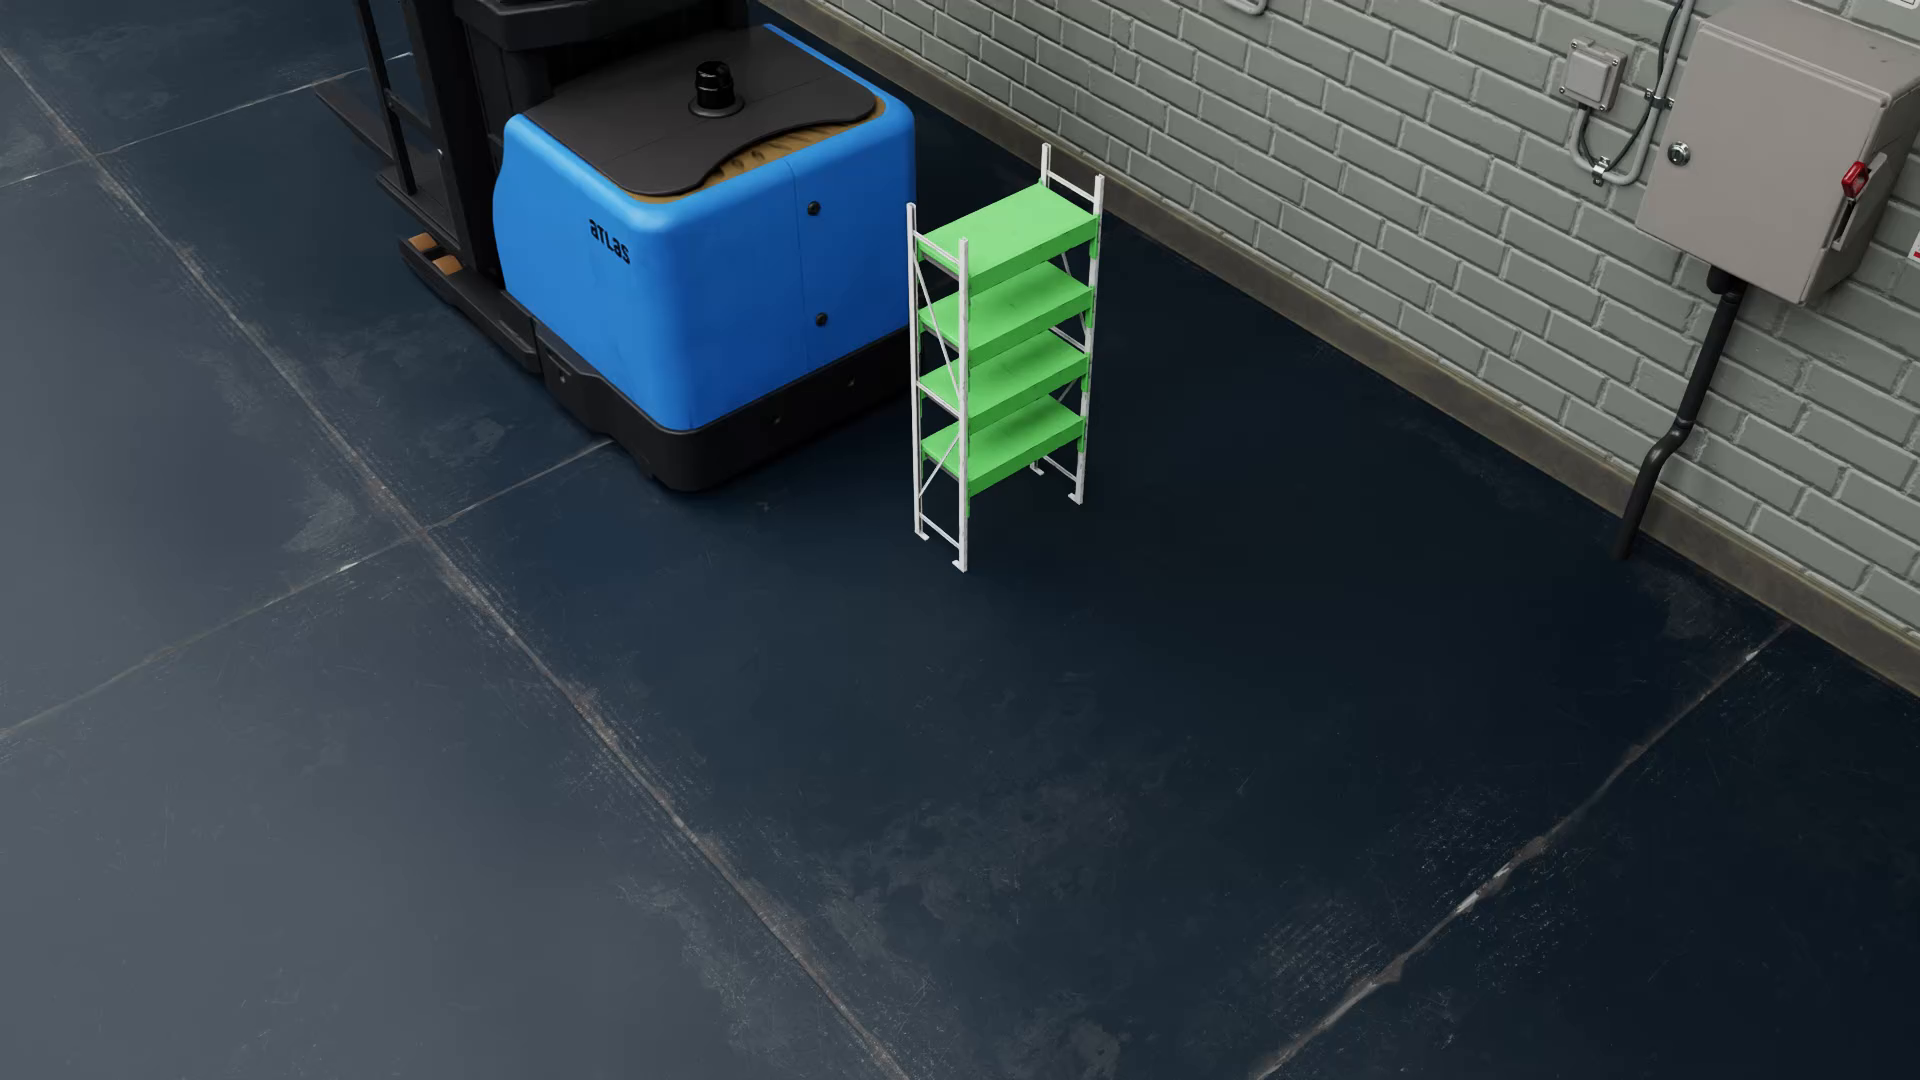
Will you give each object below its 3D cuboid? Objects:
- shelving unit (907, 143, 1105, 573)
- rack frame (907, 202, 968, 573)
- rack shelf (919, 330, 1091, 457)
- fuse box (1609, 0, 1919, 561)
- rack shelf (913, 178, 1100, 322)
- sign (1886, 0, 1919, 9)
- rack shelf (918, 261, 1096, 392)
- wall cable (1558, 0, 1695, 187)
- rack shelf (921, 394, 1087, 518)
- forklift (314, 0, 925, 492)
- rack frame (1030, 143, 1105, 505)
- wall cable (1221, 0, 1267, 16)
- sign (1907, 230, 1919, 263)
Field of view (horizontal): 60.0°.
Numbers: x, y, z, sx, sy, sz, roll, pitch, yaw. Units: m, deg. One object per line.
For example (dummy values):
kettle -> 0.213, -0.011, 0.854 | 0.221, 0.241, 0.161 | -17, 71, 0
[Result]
shelving unit -> 0.127, -0.510, 4.917 | 0.503, 1.200, 0.258 | -30, 51, -28
rack frame -> -0.060, -0.403, 4.803 | 0.015, 1.200, 0.240 | -30, 51, -28
rack shelf -> 0.127, -0.464, 4.960 | 0.480, 0.148, 0.258 | -30, 51, -28
fuse box -> 2.056, -0.551, 4.587 | 0.414, 1.711, 0.539 | -30, 51, -28
rack shelf -> 0.127, -0.813, 4.632 | 0.480, 0.148, 0.258 | -30, 51, -28
sign -> 2.179, -1.442, 3.991 | 0.001, 0.242, 0.339 | -30, 51, -28
rack shelf -> 0.127, -0.638, 4.796 | 0.480, 0.148, 0.258 | -30, 51, -28
wall cable -> 1.739, -1.819, 4.253 | 0.122, 1.984, 0.588 | -30, 51, -28
rack shelf -> 0.127, -0.289, 5.125 | 0.480, 0.148, 0.258 | -30, 51, -28
forklift -> -1.462, -2.161, 5.410 | 1.130, 2.935, 3.031 | -30, 51, -28
rack frame -> 0.314, -0.617, 5.031 | 0.015, 1.200, 0.240 | -30, 51, -28
wall cable -> 0.820, -2.570, 5.030 | 0.123, 1.953, 0.585 | -30, 51, -28
sign -> 2.532, -0.818, 3.999 | 0.001, 0.494, 0.329 | -30, 51, -28
